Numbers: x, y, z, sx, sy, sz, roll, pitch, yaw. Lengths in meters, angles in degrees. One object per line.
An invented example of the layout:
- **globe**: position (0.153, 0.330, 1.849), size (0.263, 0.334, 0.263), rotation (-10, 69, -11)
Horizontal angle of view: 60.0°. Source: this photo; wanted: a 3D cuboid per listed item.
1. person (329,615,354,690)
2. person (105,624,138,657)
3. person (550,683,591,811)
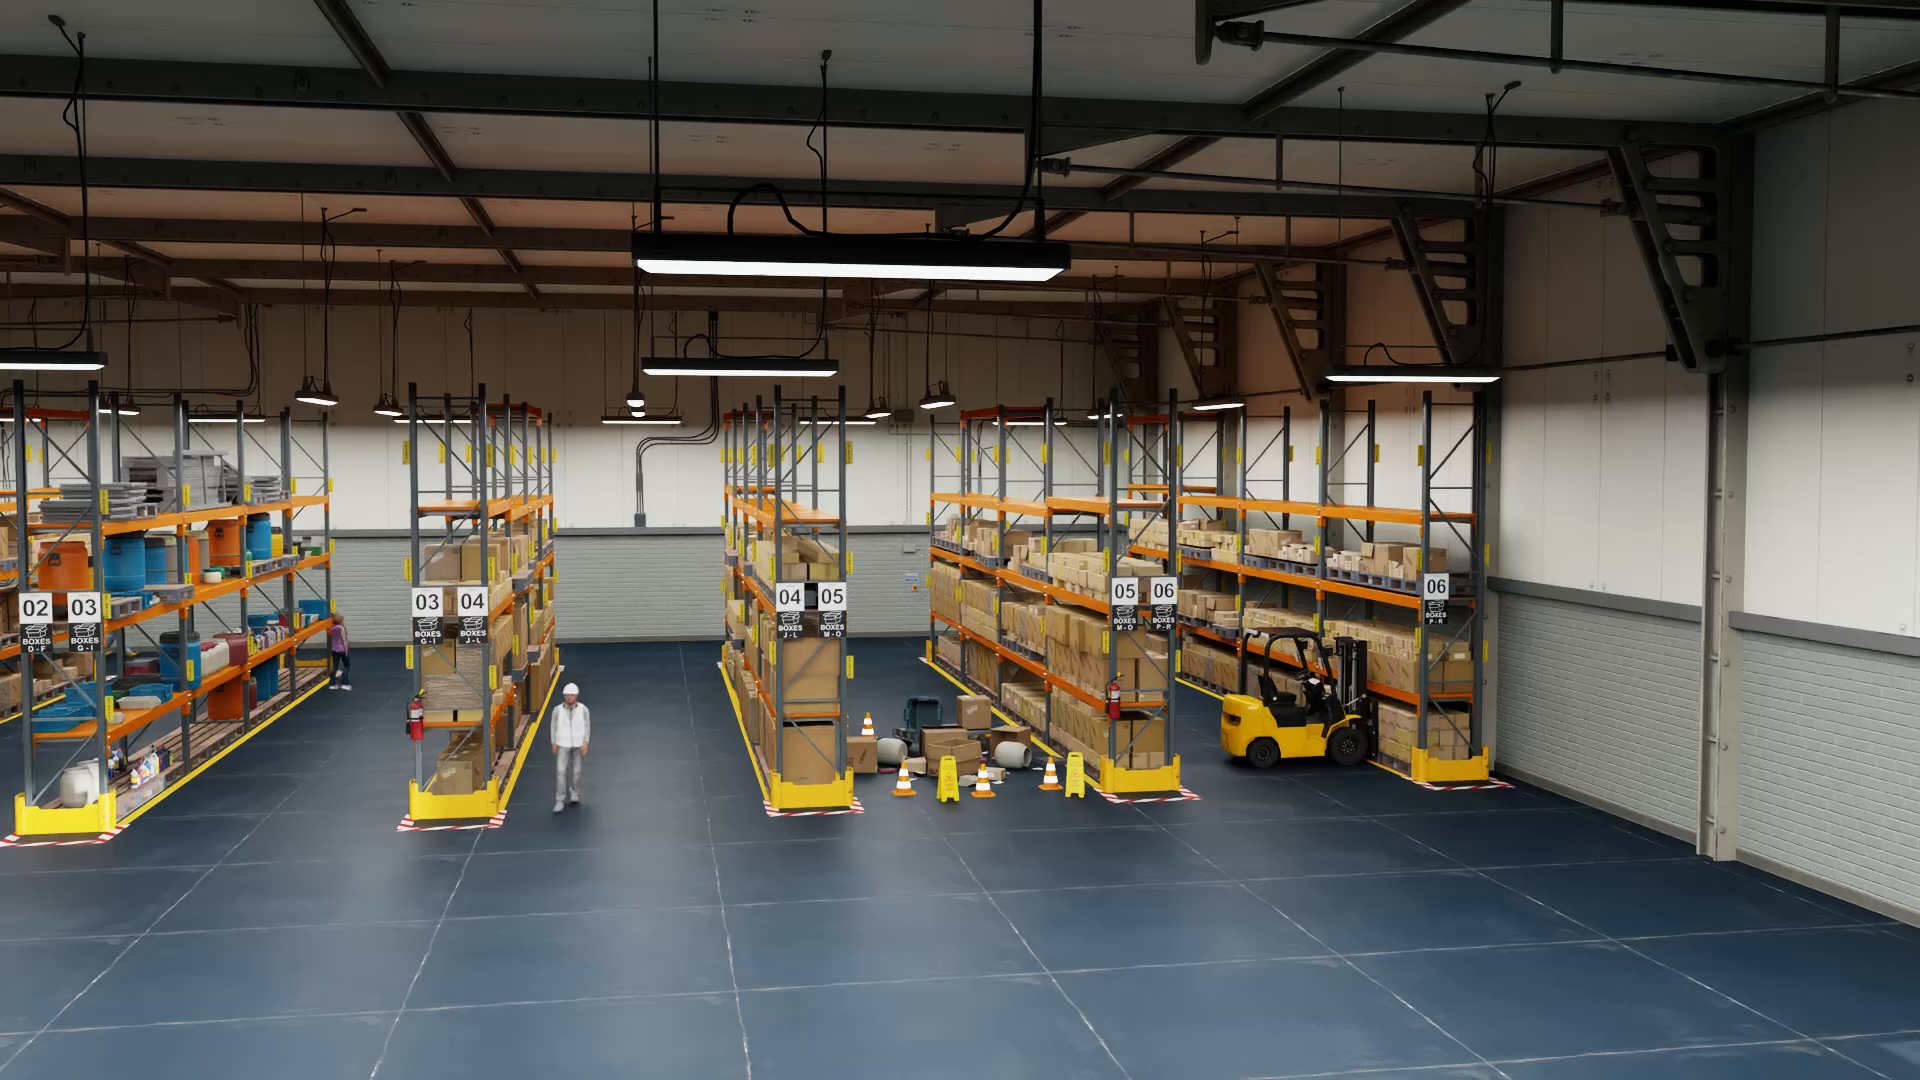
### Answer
- **person**: position (-13.295, 2.423, 35.541), size (0.437, 1.634, 0.516), rotation (1, 3, 23)
- **person**: position (-20.889, 2.048, 41.303), size (1.067, 1.726, 0.606), rotation (0, 3, 3)
- **person**: position (-5.538, 2.910, 23.654), size (0.565, 1.731, 0.914), rotation (-1, 3, -19)
